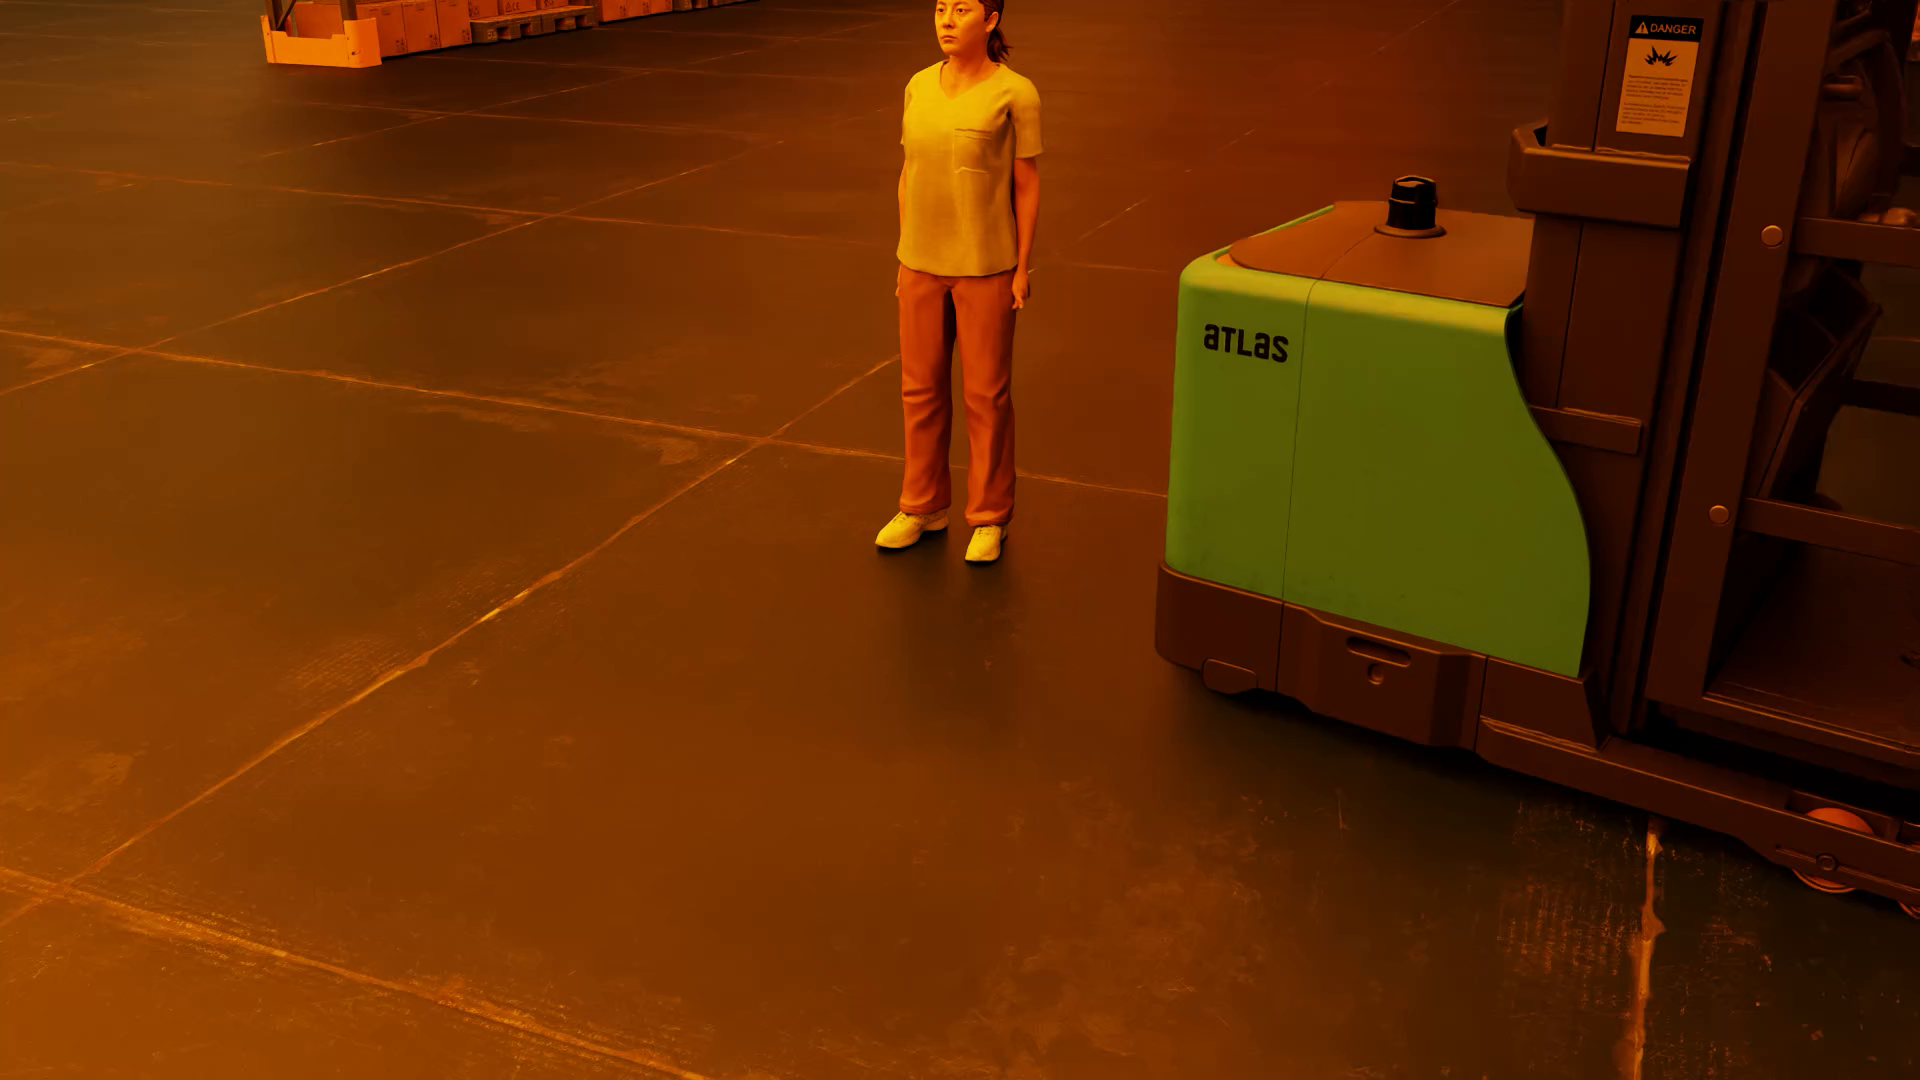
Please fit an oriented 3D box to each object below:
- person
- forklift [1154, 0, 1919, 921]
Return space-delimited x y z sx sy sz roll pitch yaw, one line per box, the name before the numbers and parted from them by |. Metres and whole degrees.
person | 0.002 -0.771 4.774 0.427 1.671 0.389 9 24 21
forklift | 1.993 -0.826 3.268 3.031 2.935 1.130 15 27 32
